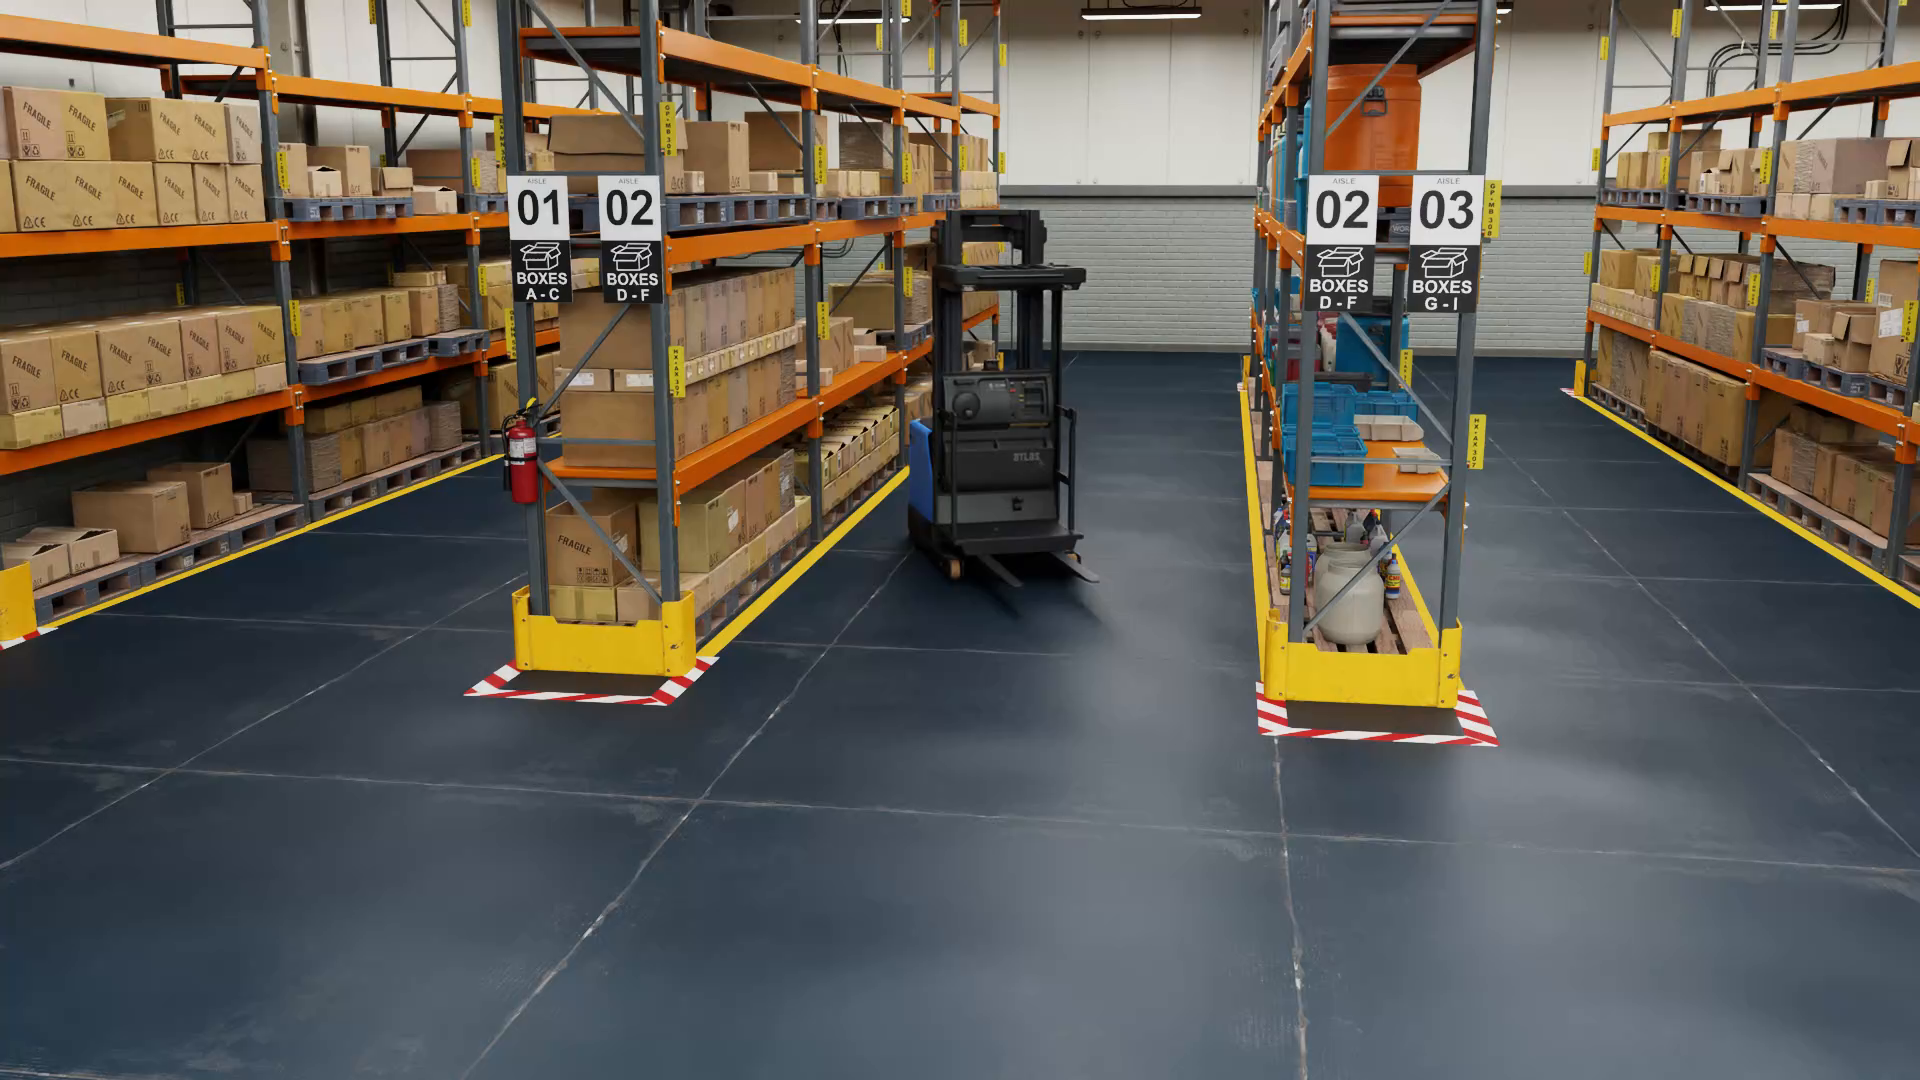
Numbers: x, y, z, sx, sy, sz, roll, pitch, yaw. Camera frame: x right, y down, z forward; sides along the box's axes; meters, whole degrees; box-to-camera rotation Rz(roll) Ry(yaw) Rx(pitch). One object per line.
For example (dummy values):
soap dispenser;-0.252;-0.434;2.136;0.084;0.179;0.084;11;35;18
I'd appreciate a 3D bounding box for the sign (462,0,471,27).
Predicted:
sign;-5.482;-5.869;18.461;0.100;0.325;0.005;2;12;9

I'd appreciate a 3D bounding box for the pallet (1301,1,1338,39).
pallet;2.870;-3.521;11.367;1.003;0.211;1.213;2;12;9

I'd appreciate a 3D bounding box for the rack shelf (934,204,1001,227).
rack shelf;-0.201;-4.660;24.086;1.077;0.370;4.000;2;12;9

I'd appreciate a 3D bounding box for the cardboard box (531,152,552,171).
cardboard box;-5.670;-4.722;21.382;0.700;0.500;0.500;2;12;8

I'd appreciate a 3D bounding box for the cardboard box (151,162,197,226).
cardboard box;-6.606;-2.814;13.527;0.500;0.500;0.500;1;12;6

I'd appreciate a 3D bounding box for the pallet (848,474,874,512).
pallet;-1.479;-0.510;16.860;1.003;0.211;1.213;2;12;9

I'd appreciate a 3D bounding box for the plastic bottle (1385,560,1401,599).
plastic bottle;3.126;0.281;12.001;0.097;0.271;0.097;0;12;0

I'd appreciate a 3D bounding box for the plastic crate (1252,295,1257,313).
plastic crate;4.388;-3.371;23.771;0.416;0.233;0.300;2;12;9

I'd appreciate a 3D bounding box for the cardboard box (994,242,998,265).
cardboard box;0.310;-4.398;25.671;0.500;0.500;0.500;2;12;8

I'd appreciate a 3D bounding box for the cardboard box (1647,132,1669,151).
cardboard box;9.574;-5.356;22.355;0.500;0.250;0.500;1;12;7

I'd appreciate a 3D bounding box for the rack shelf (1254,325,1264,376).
rack shelf;4.077;-2.200;19.790;1.077;0.370;4.000;2;12;9

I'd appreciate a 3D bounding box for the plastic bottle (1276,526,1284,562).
plastic bottle;2.525;0.037;13.106;0.061;0.283;0.133;2;12;11

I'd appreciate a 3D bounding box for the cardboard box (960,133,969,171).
cardboard box;-0.255;-5.335;22.900;0.700;0.500;0.500;2;12;9

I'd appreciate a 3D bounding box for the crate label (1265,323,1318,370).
crate label;3.350;-1.955;16.860;0.502;0.435;0.616;2;12;9

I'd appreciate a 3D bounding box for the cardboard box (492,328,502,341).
cardboard box;-5.693;-2.457;19.822;0.380;0.149;0.250;2;12;9

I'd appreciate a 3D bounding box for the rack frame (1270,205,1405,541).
rack frame;3.155;-1.303;13.919;1.000;3.000;0.127;2;12;9

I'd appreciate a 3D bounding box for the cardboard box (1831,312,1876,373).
cardboard box;8.224;-1.762;14.807;0.797;0.503;0.637;3;13;14

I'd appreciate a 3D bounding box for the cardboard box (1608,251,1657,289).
cardboard box;9.403;-3.776;23.263;0.500;0.500;0.500;2;12;7

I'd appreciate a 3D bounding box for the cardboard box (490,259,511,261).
cardboard box;-5.540;-3.329;20.552;0.500;0.250;0.500;2;12;9

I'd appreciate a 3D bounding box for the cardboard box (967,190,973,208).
cardboard box;-0.109;-4.720;23.009;0.500;0.250;0.500;2;12;9

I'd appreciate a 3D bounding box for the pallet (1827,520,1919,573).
pallet;8.167;0.059;14.220;1.003;0.211;1.213;2;12;9

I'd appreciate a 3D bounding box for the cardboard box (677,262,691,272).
cardboard box;-4.858;-4.162;26.474;0.980;0.700;0.700;2;12;11

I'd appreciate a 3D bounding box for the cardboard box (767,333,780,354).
cardboard box;-1.687;-1.606;13.548;0.380;0.149;0.250;2;12;9

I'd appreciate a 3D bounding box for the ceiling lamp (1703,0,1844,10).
ceiling lamp;12.812;-9.903;25.730;2.000;3.185;0.800;2;12;9

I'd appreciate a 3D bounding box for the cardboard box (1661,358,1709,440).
cardboard box;9.064;-1.654;19.597;1.225;0.875;0.875;1;12;7

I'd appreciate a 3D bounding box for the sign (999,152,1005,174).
sign;0.652;-5.839;25.746;0.100;0.325;0.005;2;12;9

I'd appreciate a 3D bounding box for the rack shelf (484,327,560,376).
rack shelf;-5.712;-2.521;21.280;1.077;0.370;4.000;2;12;9

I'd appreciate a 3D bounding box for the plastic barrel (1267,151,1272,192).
plastic barrel;4.056;-4.605;20.801;0.433;0.535;0.433;0;12;0

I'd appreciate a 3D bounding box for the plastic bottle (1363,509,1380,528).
plastic bottle;3.340;-0.080;13.486;0.144;0.351;0.185;2;12;7

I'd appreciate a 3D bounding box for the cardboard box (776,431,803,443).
cardboard box;-1.807;-0.905;16.273;0.500;0.311;0.500;2;12;8

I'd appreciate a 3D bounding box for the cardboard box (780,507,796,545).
cardboard box;-1.681;-0.118;13.950;0.500;0.250;0.500;2;12;9

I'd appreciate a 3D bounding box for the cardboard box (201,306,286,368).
cardboard box;-6.402;-1.818;14.840;0.500;0.500;0.500;2;12;9

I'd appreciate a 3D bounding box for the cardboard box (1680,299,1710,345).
cardboard box;8.807;-2.560;19.515;0.500;0.500;0.500;2;12;7

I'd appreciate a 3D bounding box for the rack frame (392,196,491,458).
rack frame;-6.019;-2.457;19.272;1.000;3.000;0.127;2;12;9

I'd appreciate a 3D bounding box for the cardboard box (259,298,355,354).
cardboard box;-6.430;-2.109;16.377;0.700;0.500;0.500;3;13;14

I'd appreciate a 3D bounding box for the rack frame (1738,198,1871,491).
rack frame;8.664;-1.975;17.038;1.000;3.000;0.127;2;12;9

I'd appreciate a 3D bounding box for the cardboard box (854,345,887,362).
cardboard box;-0.989;-1.978;17.647;0.380;0.149;0.250;2;12;9

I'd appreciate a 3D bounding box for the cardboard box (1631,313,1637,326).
cardboard box;9.121;-2.920;22.017;0.380;0.149;0.250;2;12;10

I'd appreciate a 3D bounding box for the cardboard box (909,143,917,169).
cardboard box;-0.862;-4.519;20.249;0.600;0.600;0.600;1;12;6

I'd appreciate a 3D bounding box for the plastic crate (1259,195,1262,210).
plastic crate;4.151;-4.429;21.807;0.450;0.188;0.662;2;12;9

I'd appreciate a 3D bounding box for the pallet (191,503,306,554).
pallet;-6.703;-0.120;15.048;1.003;0.211;1.213;2;12;9

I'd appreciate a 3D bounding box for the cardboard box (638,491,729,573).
cardboard box;-1.977;-0.068;11.938;0.500;0.500;0.500;2;12;9

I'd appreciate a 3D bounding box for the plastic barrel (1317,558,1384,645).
plastic barrel;2.565;0.401;10.920;0.421;0.512;0.421;0;12;0

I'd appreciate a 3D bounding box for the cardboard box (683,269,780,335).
cardboard box;-1.878;-1.949;13.602;0.700;0.500;0.500;2;12;9

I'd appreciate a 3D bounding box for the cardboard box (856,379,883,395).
cardboard box;-1.208;-1.871;19.663;0.500;0.250;0.500;2;12;11

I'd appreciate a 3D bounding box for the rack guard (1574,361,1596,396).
rack guard;9.898;-2.423;25.052;1.175;0.500;0.348;2;12;9

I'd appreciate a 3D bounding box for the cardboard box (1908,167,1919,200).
cardboard box;8.094;-2.947;13.751;0.396;0.266;0.258;2;12;11

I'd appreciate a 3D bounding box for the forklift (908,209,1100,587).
forklift;0.369;-1.198;13.594;1.130;2.935;3.031;-3;12;-13

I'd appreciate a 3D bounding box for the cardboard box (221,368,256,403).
cardboard box;-6.493;-1.348;14.439;0.500;0.250;0.500;2;12;9

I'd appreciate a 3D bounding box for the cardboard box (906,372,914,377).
cardboard box;-0.895;-1.918;21.664;0.500;0.500;0.500;2;12;9

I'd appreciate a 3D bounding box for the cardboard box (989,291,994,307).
cardboard box;0.230;-3.801;25.273;0.500;0.500;0.500;2;12;9

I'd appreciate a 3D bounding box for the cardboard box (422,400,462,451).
cardboard box;-6.079;-1.298;18.786;0.700;0.500;0.500;2;12;9

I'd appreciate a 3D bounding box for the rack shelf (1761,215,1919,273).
rack shelf;8.356;-2.673;14.866;1.077;0.370;4.000;2;12;9

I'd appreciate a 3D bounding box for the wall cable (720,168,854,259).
wall cable;-3.566;-6.702;32.104;3.097;2.526;0.112;2;12;9

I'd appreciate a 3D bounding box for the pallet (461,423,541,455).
pallet;-5.824;-1.255;20.316;1.003;0.211;1.213;2;12;9

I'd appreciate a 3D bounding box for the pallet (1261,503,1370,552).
pallet;3.237;-0.104;14.977;1.003;0.211;1.213;2;12;9

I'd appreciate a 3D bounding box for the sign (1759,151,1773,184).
sign;8.117;-3.753;16.750;0.100;0.325;0.005;2;12;9
